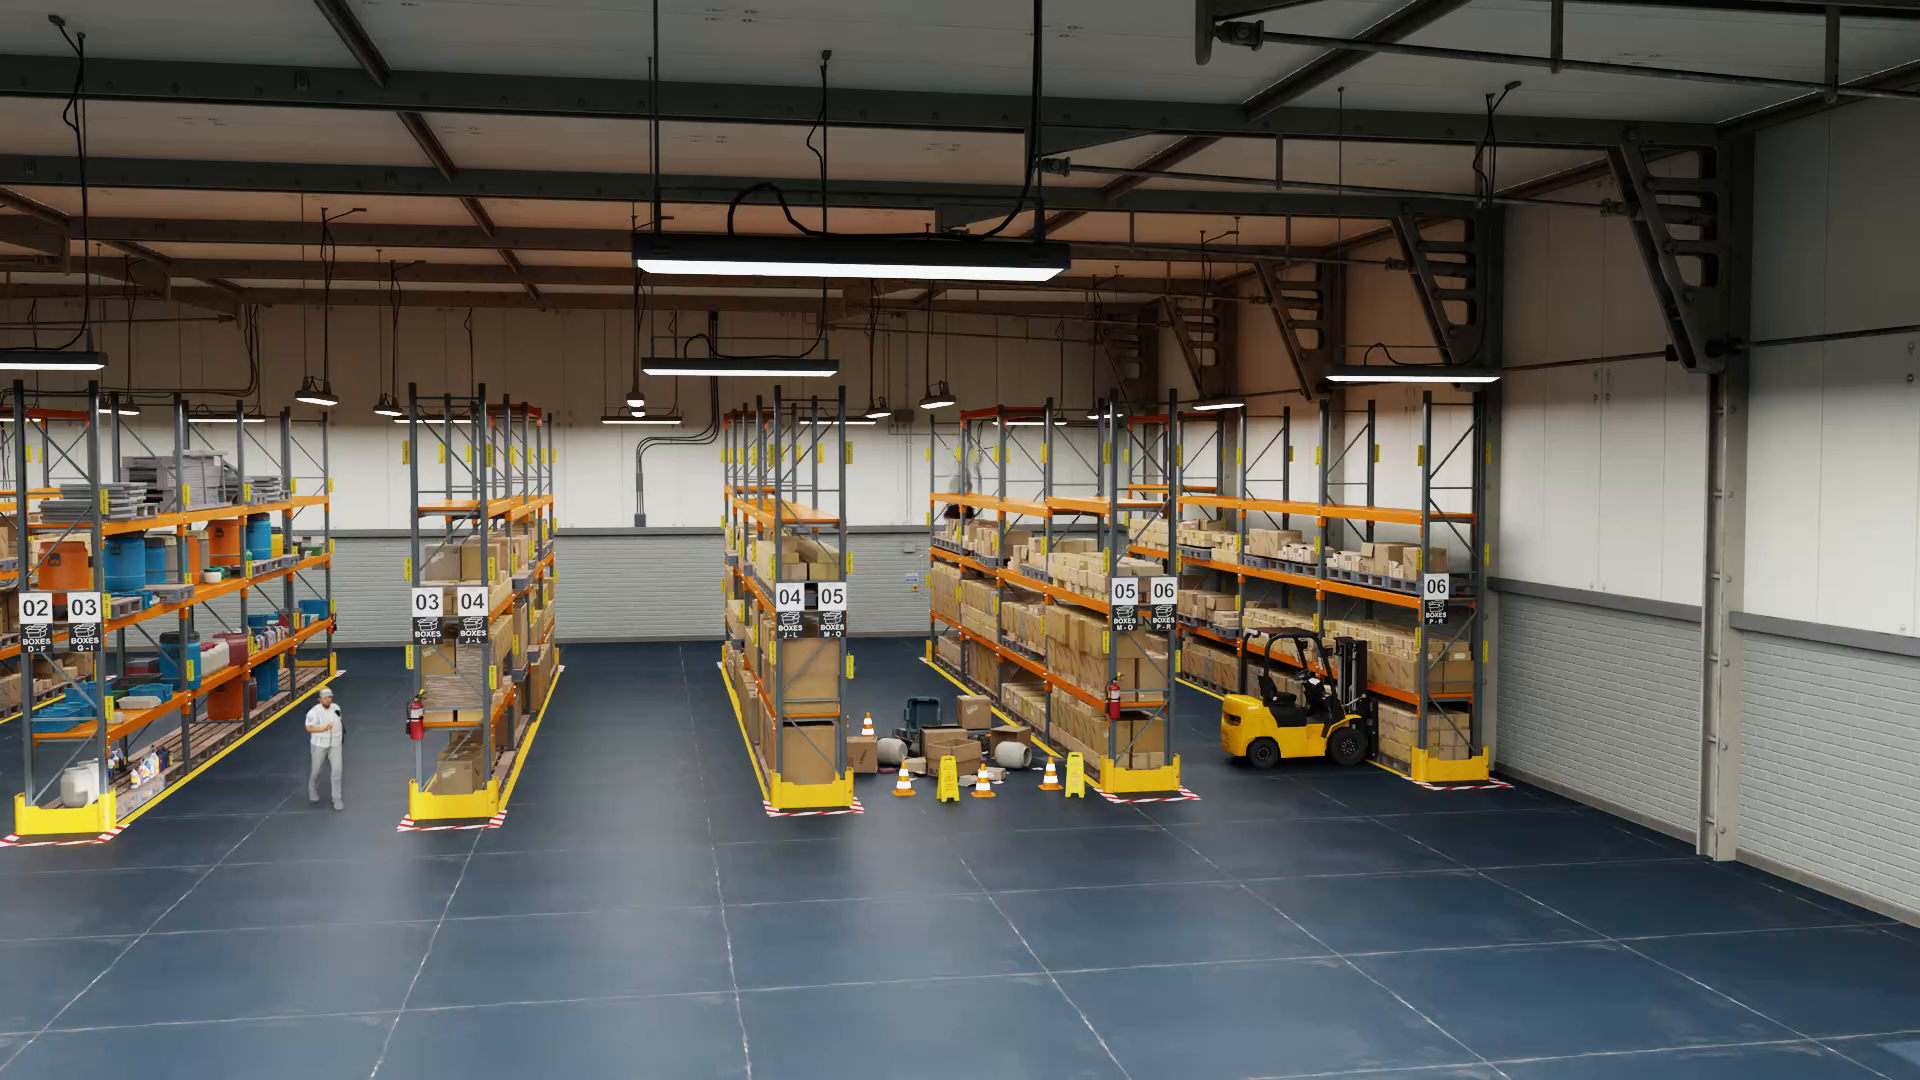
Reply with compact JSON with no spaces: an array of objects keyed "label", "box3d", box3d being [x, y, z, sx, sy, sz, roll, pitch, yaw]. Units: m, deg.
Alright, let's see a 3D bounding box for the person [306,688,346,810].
[{"label":"person","box3d":[-9.062,2.948,23.733,0.590,1.687,0.909,-2,4,-39]}]
